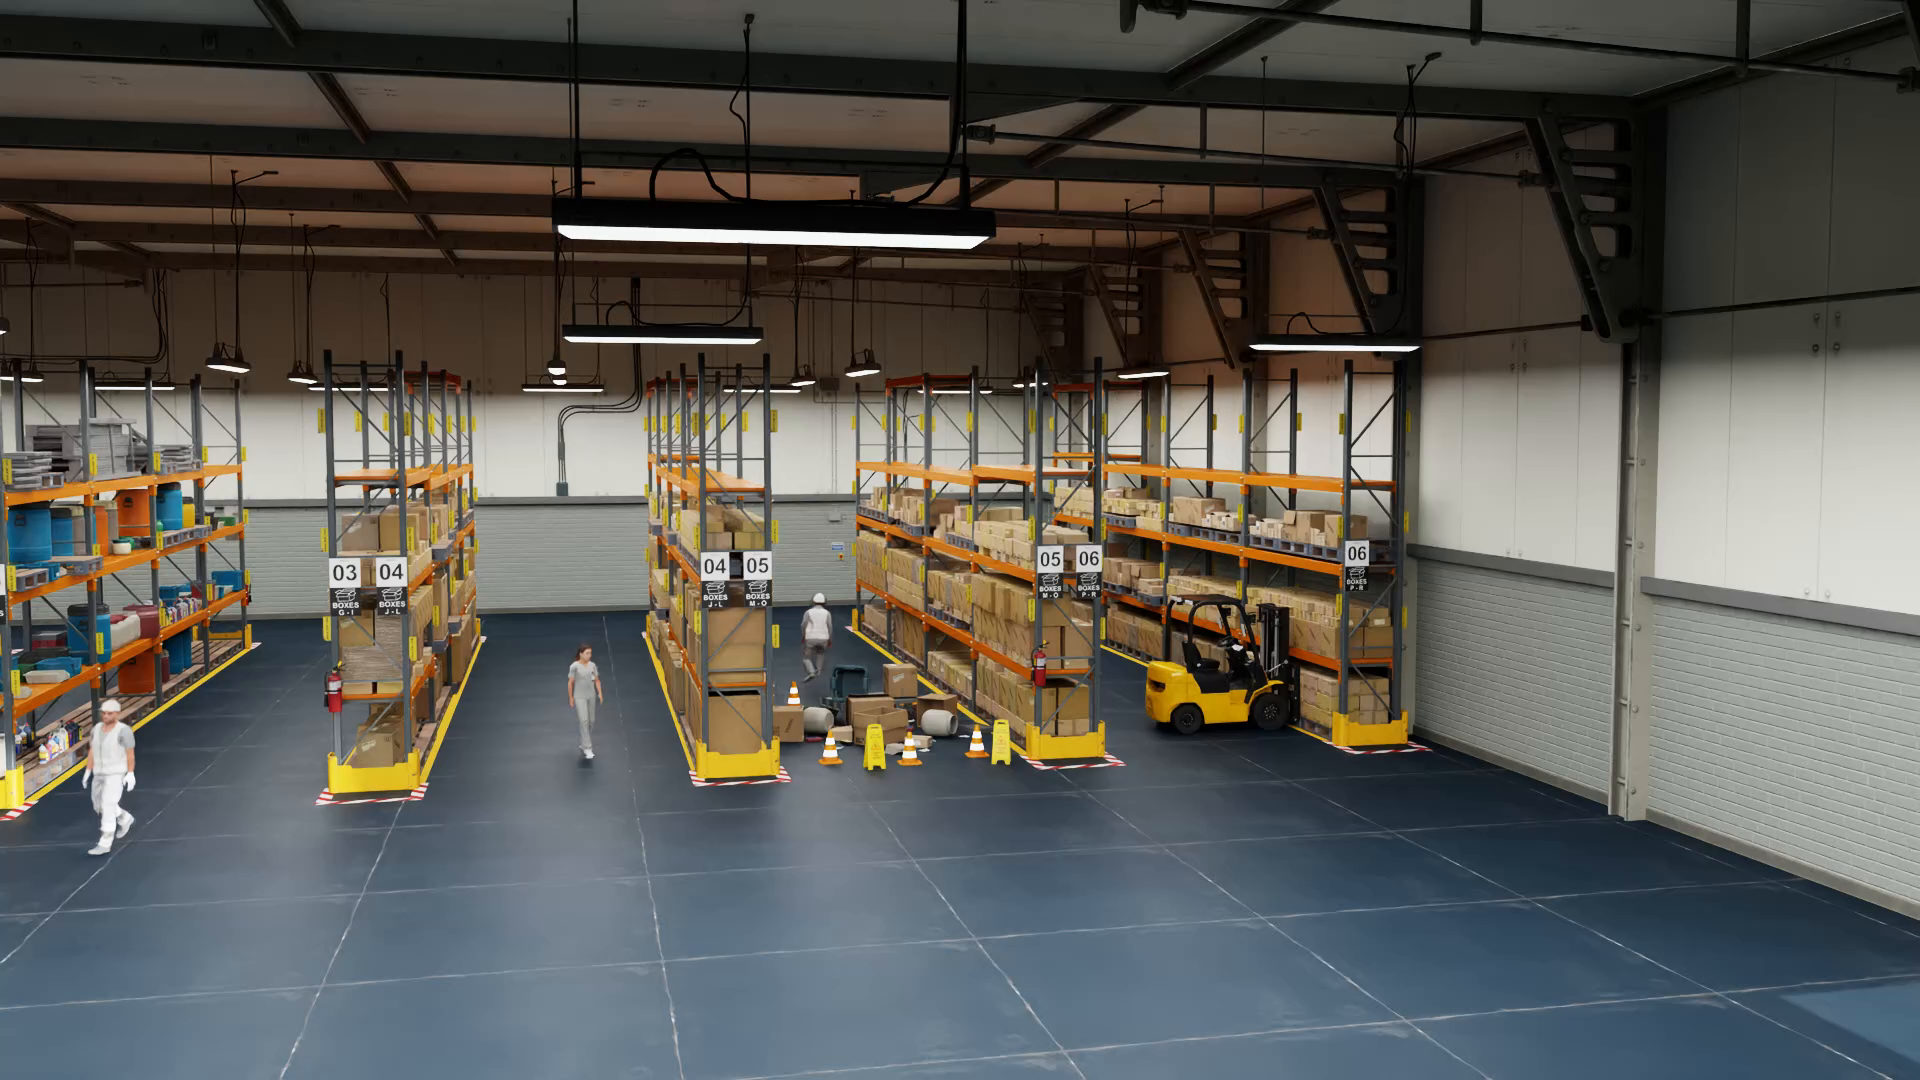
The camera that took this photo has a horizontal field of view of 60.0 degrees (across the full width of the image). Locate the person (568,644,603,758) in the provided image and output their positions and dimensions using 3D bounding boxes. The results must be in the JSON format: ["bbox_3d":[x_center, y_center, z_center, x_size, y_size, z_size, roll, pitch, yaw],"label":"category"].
[{"bbox_3d":[-5.638,2.432,25.241,0.465,1.681,0.773,-3,5,-40],"label":"person"}]

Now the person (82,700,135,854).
[{"bbox_3d":[-9.988,2.749,19.549,0.604,1.771,0.879,1,4,13],"label":"person"}]

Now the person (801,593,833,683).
[{"bbox_3d":[-2.678,1.828,31.173,0.599,1.632,0.742,-1,4,-13],"label":"person"}]
